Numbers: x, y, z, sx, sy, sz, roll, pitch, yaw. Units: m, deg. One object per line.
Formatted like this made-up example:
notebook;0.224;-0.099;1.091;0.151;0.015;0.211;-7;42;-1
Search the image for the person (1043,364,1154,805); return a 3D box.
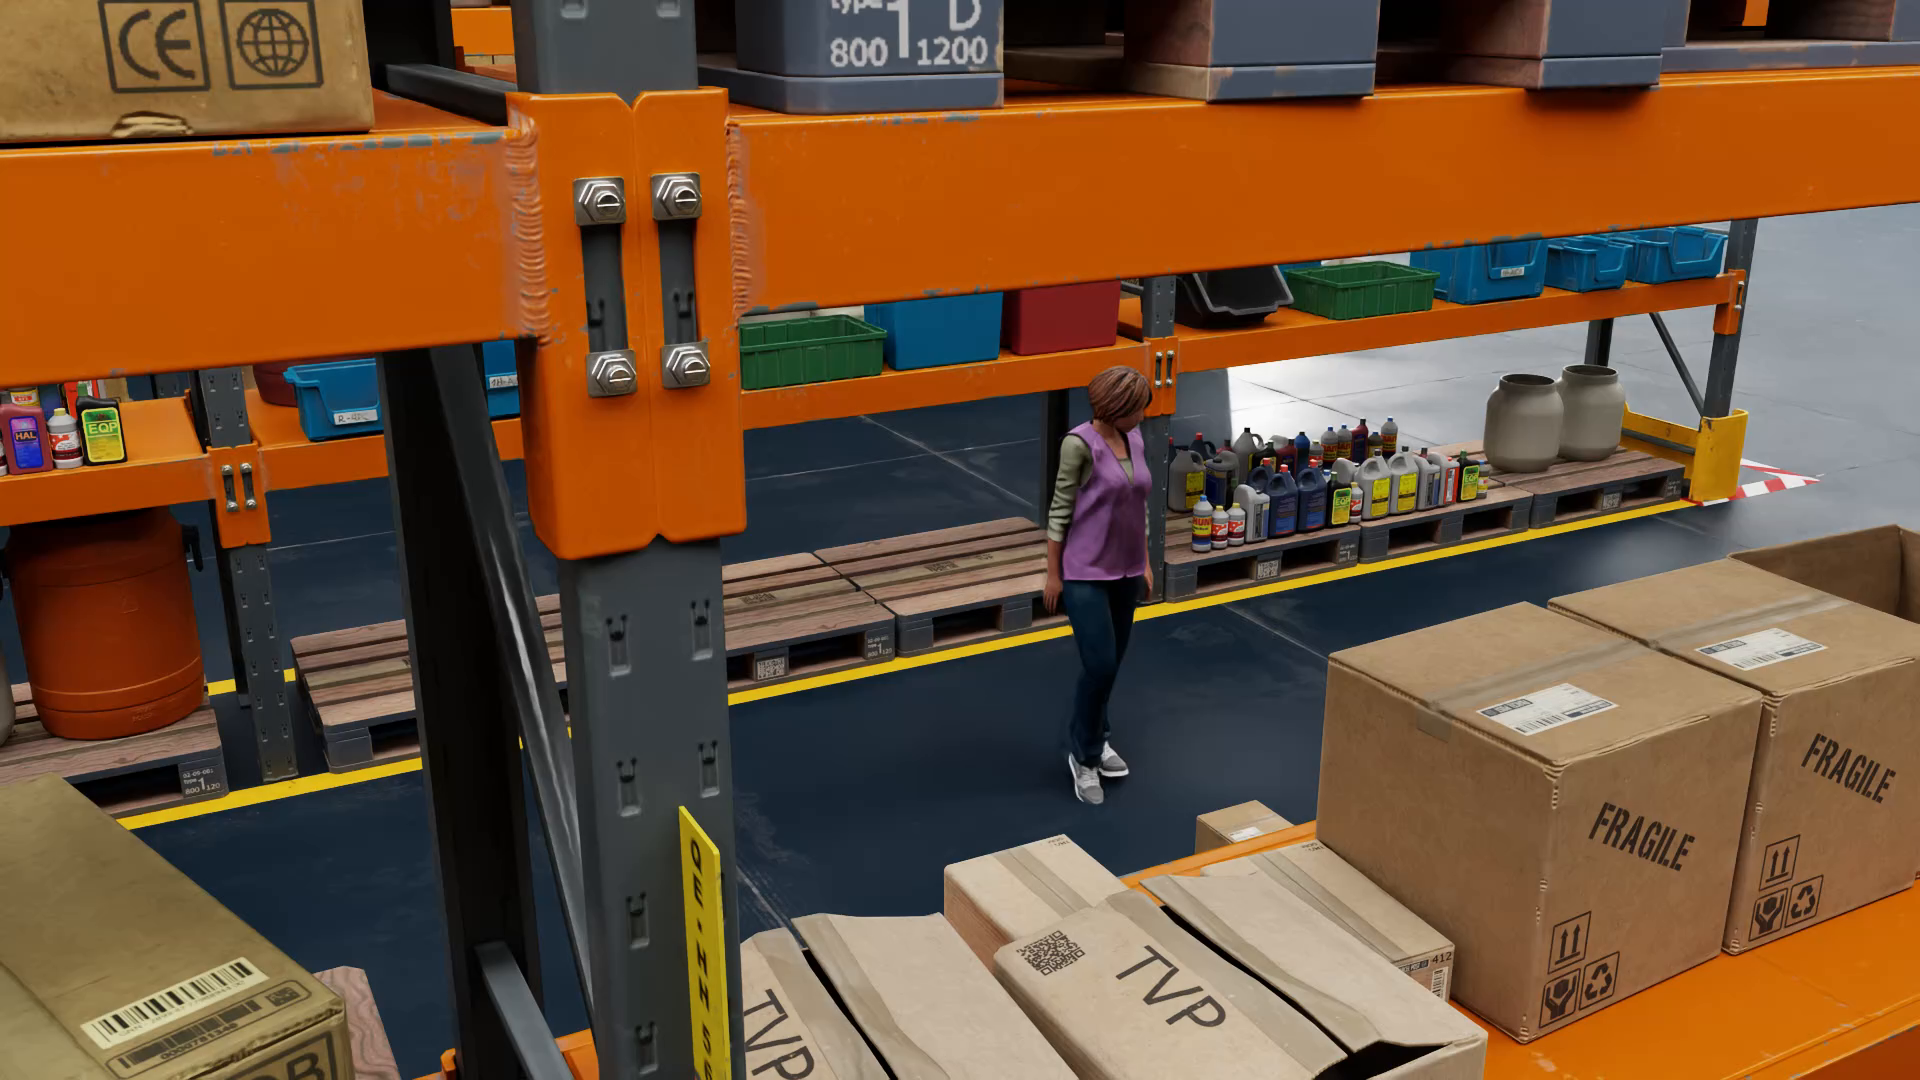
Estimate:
person;0.538;0.170;6.121;0.453;1.637;0.370;-16;24;-39
